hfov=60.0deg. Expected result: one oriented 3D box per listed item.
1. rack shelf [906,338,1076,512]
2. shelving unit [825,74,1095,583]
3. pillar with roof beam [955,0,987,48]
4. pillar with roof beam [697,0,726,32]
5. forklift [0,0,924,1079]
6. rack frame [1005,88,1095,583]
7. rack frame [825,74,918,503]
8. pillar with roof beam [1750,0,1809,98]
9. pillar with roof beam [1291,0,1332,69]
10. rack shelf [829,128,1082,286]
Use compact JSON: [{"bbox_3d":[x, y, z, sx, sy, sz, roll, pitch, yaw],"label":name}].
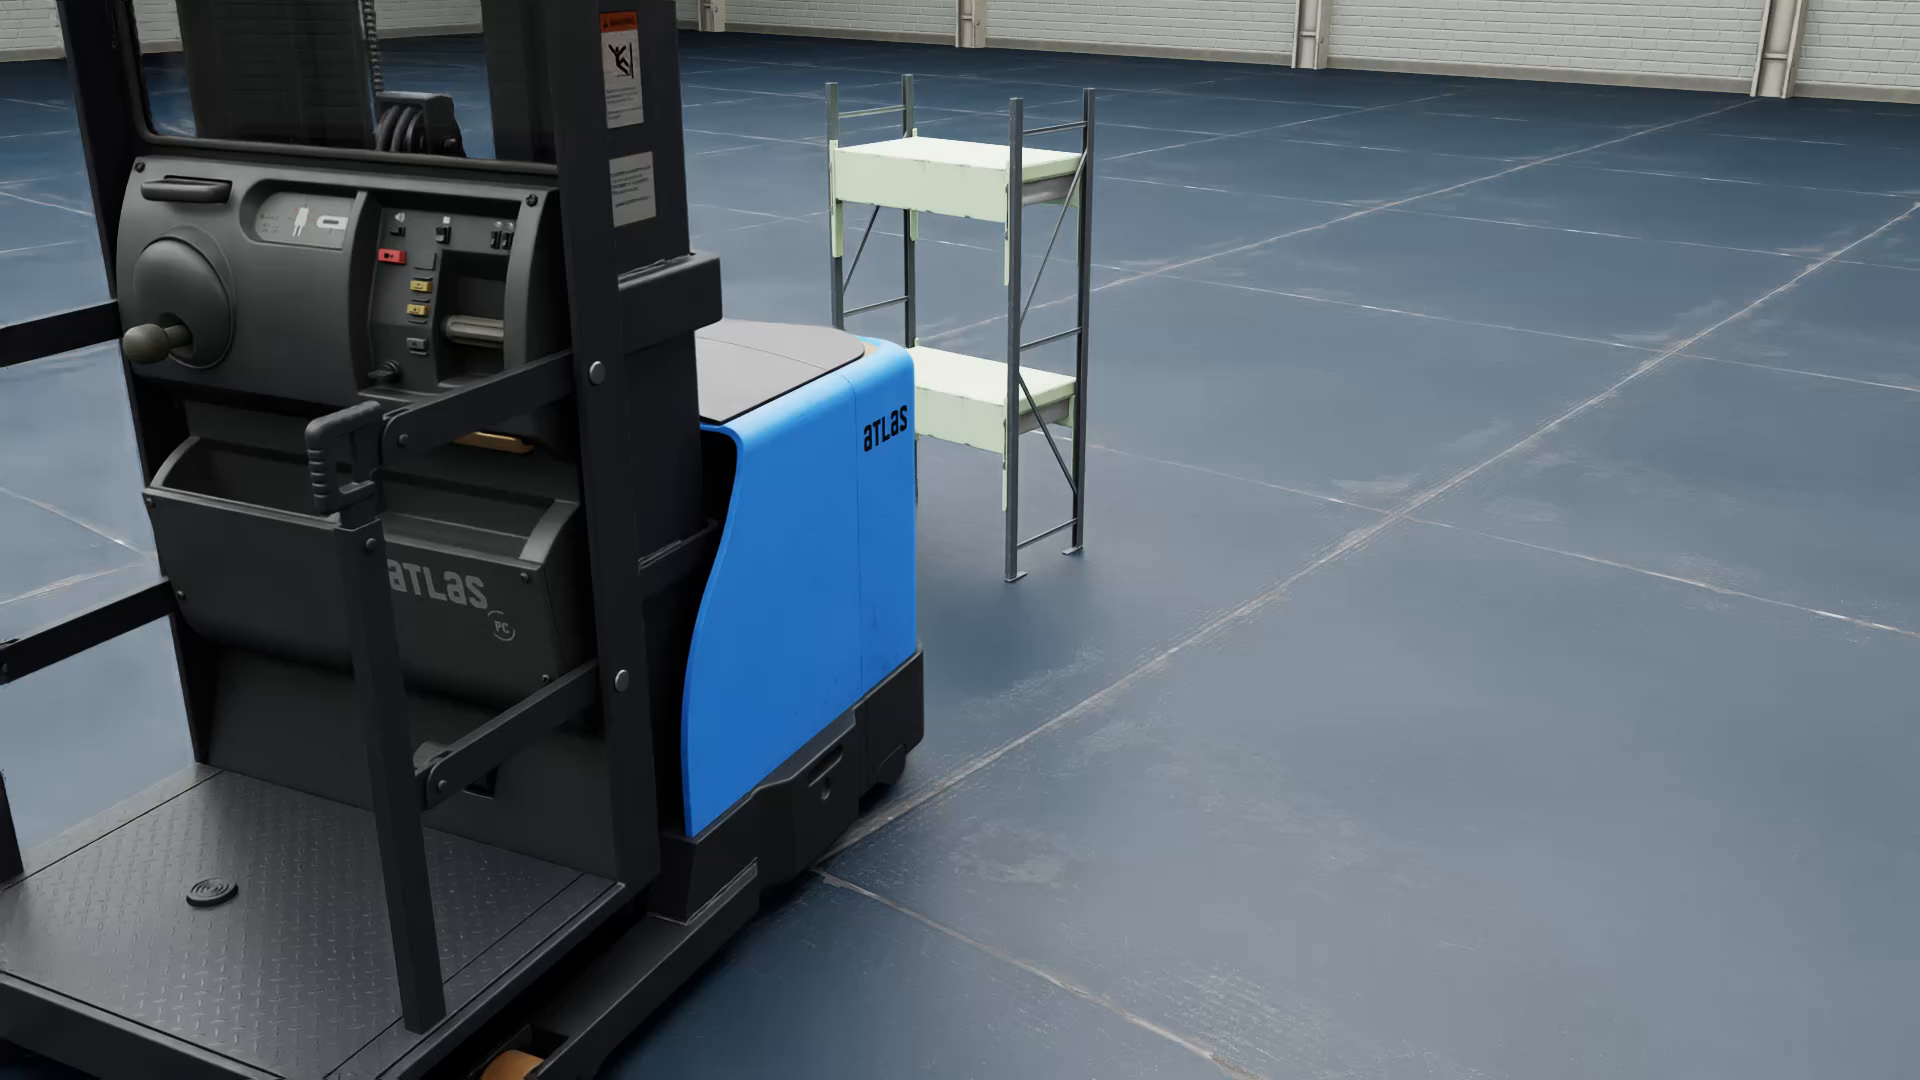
[{"bbox_3d":[-0.005,-0.398,5.523,0.720,0.370,0.431,16,26,36],"label":"rack shelf"},{"bbox_3d":[-0.005,-0.703,5.407,0.755,1.500,0.431,16,26,36],"label":"shelving unit"},{"bbox_3d":[-2.549,-10.893,21.800,0.400,9.000,9.100,16,26,36],"label":"pillar with roof beam"},{"bbox_3d":[-7.197,-12.231,25.350,0.400,9.000,9.100,16,26,36],"label":"pillar with roof beam"},{"bbox_3d":[-1.178,-0.431,2.657,1.130,2.935,3.031,9,23,24],"label":"forklift"},{"bbox_3d":[0.278,-0.622,5.191,0.023,1.500,0.400,16,26,36],"label":"rack frame"},{"bbox_3d":[-0.289,-0.785,5.624,0.023,1.500,0.400,16,26,36],"label":"rack frame"},{"bbox_3d":[6.748,-8.215,14.700,0.400,9.000,9.100,16,26,36],"label":"pillar with roof beam"},{"bbox_3d":[2.100,-9.554,18.250,0.400,9.000,9.100,16,26,36],"label":"pillar with roof beam"},{"bbox_3d":[-0.005,-1.068,5.270,0.720,0.370,0.431,16,26,36],"label":"rack shelf"}]
